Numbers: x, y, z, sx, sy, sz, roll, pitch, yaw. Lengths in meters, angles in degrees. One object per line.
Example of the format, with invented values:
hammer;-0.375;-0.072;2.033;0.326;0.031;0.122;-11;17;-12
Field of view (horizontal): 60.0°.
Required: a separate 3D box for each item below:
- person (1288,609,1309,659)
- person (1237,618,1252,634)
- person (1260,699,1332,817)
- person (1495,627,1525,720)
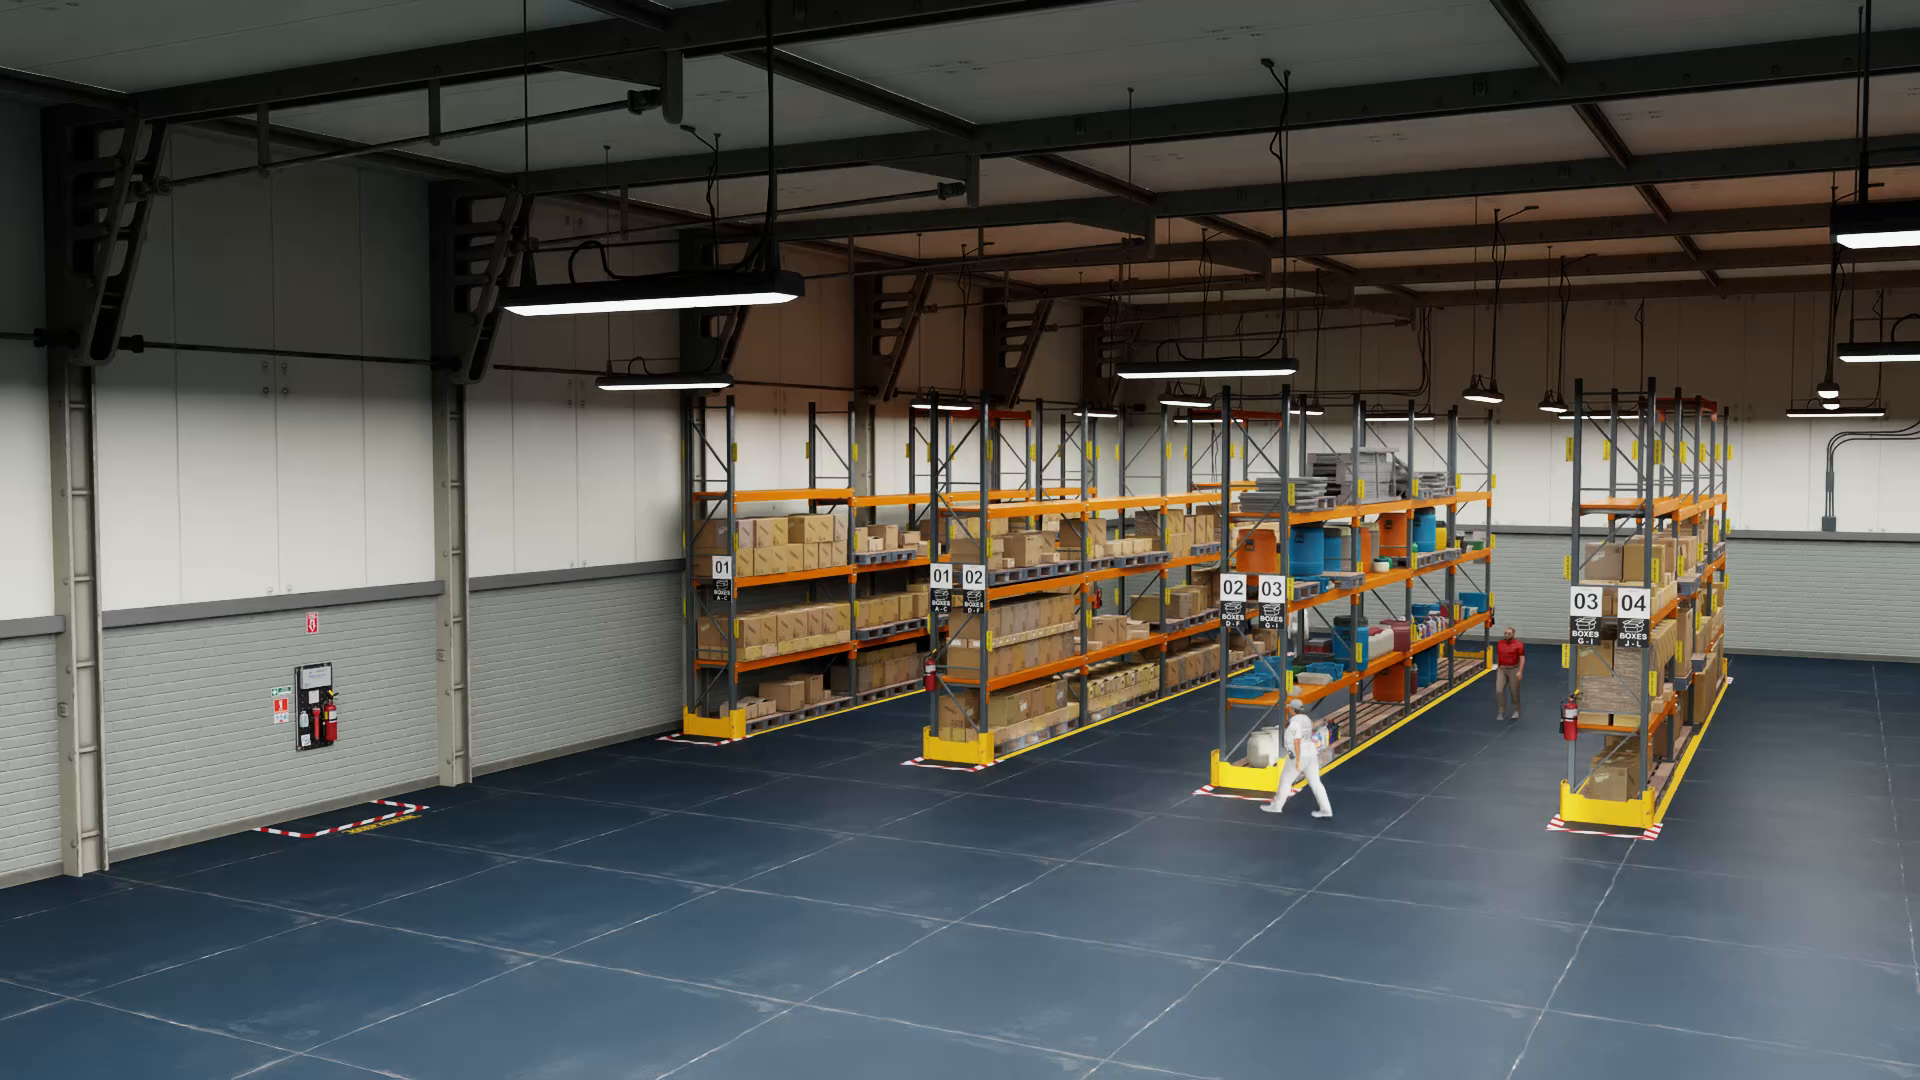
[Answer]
person;7.831;2.146;38.523;0.511;1.673;0.499;2;3;28
person;7.545;1.886;44.110;0.416;1.539;0.972;2;3;28
person;4.649;2.975;22.857;1.013;1.590;0.526;3;4;43
person;10.308;2.524;31.179;0.591;1.797;0.552;3;4;43
